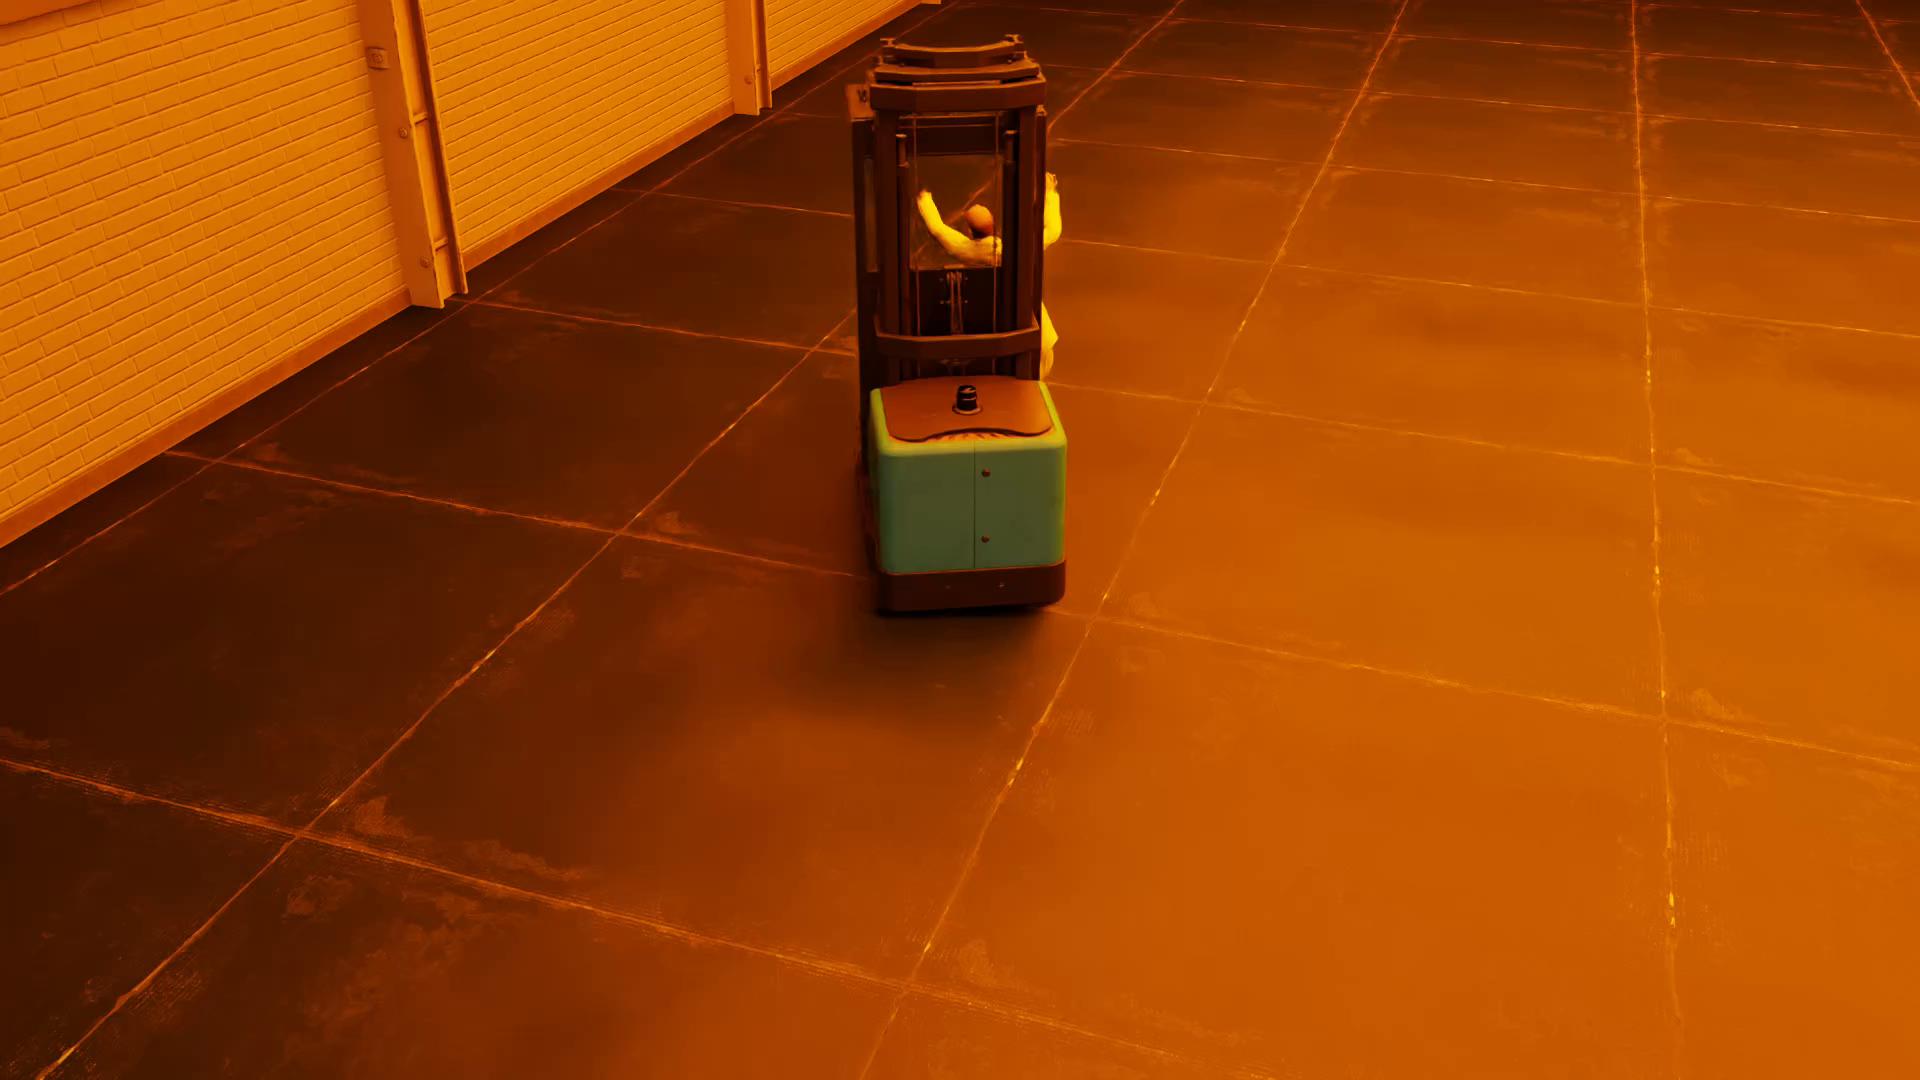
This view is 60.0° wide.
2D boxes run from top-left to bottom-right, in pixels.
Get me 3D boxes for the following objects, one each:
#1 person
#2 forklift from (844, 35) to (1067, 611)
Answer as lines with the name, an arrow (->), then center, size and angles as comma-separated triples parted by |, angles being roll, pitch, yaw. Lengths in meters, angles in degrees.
person -> 0.194, -1.711, 11.462 | 1.167, 1.686, 0.748 | 25, 38, 36
forklift -> -0.092, -1.582, 9.912 | 1.130, 2.935, 3.031 | -3, 30, -6
